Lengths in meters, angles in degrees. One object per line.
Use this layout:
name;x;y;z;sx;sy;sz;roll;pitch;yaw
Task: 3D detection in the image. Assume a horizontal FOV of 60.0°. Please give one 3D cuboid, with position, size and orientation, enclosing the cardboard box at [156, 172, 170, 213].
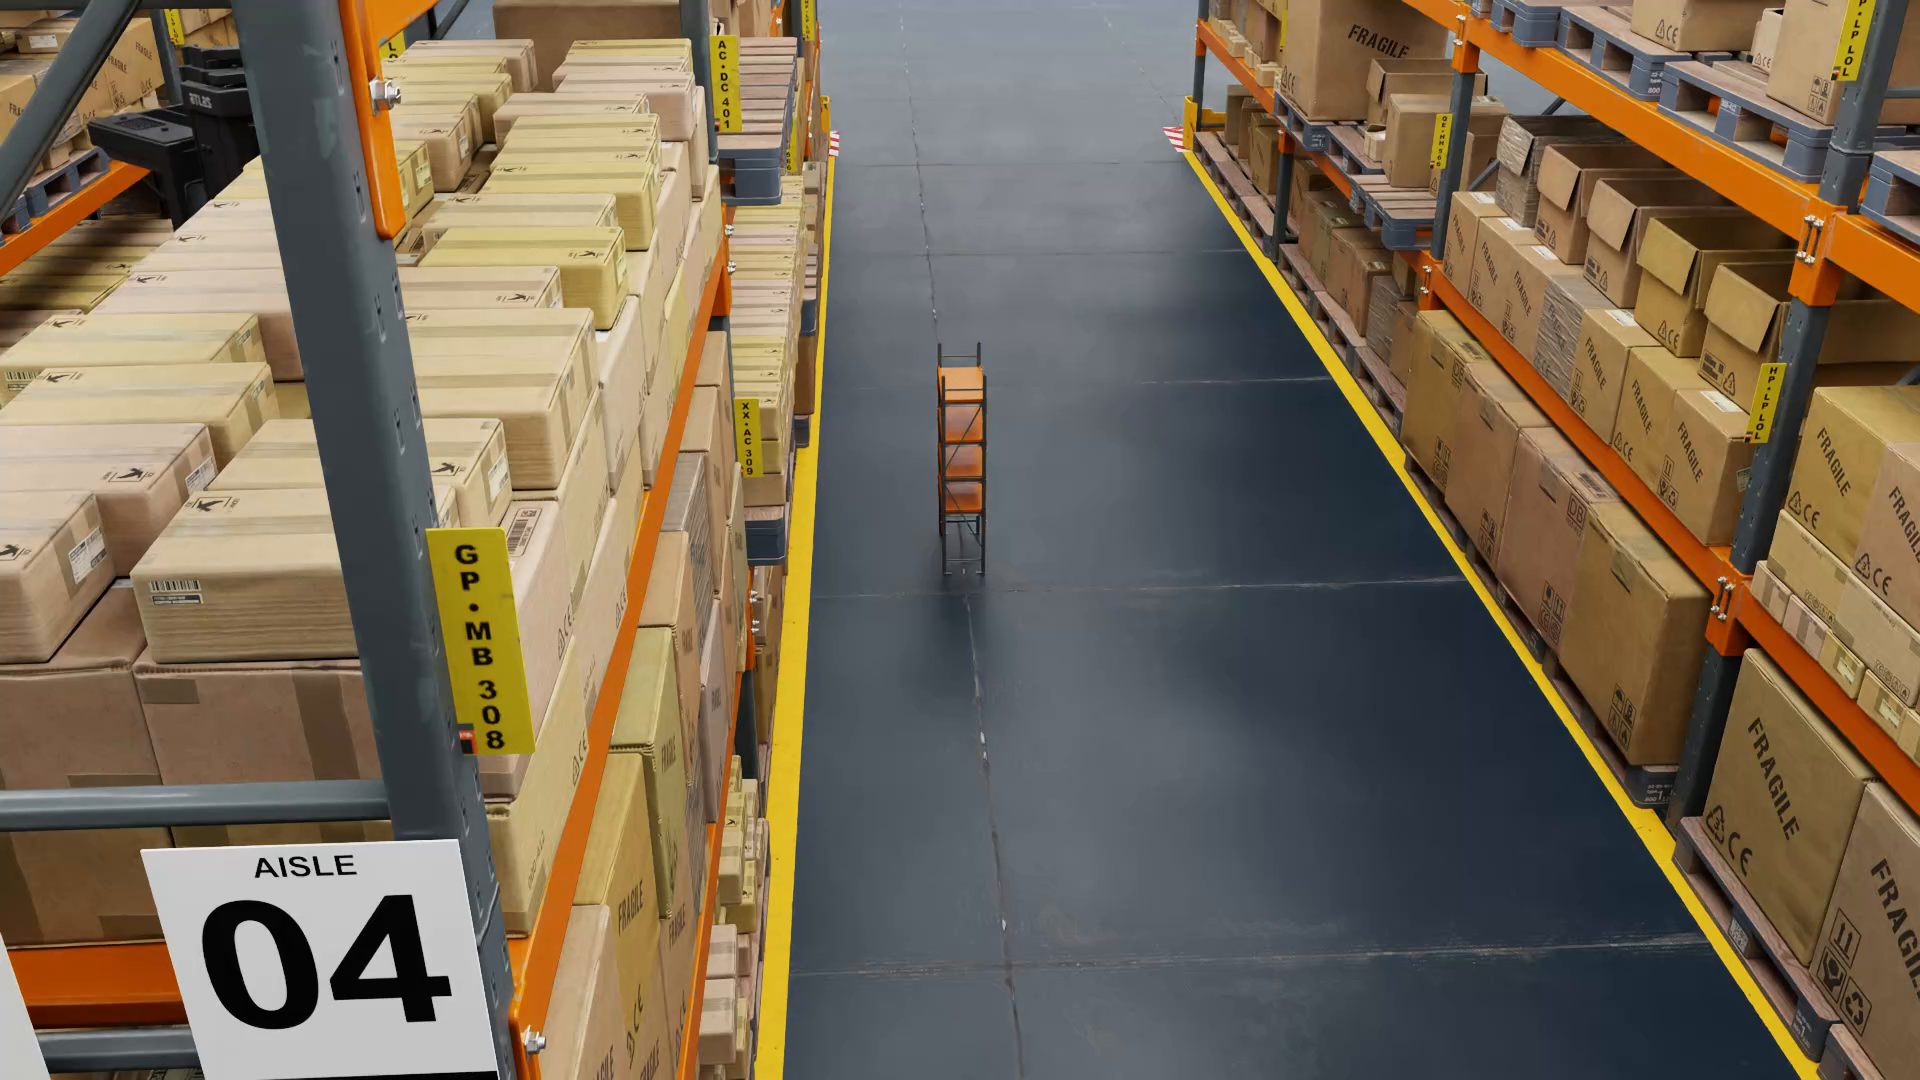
cardboard box;-6.464;-3.093;14.144;0.500;0.500;0.500;0;28;0

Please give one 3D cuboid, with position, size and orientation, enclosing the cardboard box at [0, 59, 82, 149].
cardboard box;-6.373;-2.959;11.296;0.500;0.500;0.500;-2;28;-5

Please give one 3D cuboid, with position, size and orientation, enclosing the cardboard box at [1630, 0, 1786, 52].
cardboard box;3.530;-2.525;7.538;0.797;0.503;0.637;-2;28;-3

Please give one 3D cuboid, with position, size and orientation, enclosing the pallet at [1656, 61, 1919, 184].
pallet;3.514;-1.726;6.779;0.805;0.209;1.217;-2;28;-5

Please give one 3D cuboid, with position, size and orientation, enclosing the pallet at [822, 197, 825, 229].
pallet;-1.726;-2.797;14.884;1.003;0.211;1.213;-1;28;-3

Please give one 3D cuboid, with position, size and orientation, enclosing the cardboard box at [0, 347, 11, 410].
cardboard box;-6.514;-0.949;10.713;0.950;0.372;0.625;-3;28;-6

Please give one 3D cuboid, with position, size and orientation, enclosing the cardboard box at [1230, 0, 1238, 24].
cardboard box;3.132;-5.294;16.227;0.875;0.500;0.500;-1;28;-3

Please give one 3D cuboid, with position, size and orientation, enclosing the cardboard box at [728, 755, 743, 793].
cardboard box;-1.069;0.986;6.601;0.380;0.149;0.250;-1;28;-1

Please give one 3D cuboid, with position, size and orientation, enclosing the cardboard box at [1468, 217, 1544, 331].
cardboard box;3.185;-1.481;9.238;0.500;0.500;0.500;-2;28;-4

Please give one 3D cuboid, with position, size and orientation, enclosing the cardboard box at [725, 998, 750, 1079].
cardboard box;-0.932;1.743;5.793;0.380;0.149;0.250;-1;28;-3

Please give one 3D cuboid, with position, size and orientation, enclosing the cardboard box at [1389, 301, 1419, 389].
cardboard box;3.347;-1.302;11.230;0.700;0.500;0.500;-3;28;-5

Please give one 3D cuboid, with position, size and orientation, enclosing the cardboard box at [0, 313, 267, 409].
cardboard box;-1.500;-0.301;3.030;0.380;0.149;0.250;-1;28;-2

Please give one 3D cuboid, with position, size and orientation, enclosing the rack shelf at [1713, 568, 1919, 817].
rack shelf;3.716;1.184;5.015;1.077;0.370;4.000;-1;28;-3

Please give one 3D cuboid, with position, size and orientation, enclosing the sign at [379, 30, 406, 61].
sign;-1.901;-1.705;5.546;0.100;0.325;0.005;-1;28;-3

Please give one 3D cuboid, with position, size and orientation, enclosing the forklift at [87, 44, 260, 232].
forklift;-3.746;-1.276;9.027;3.031;2.935;1.130;19;33;32

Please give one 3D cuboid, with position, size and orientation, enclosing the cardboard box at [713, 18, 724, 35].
cardboard box;-1.183;-1.874;6.498;0.500;0.311;0.500;-2;28;-3

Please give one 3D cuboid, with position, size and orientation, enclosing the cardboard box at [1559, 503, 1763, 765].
cardboard box;3.558;0.402;7.579;1.225;0.875;0.875;-1;28;-2

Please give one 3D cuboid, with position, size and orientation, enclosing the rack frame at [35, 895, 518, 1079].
rack frame;-1.138;1.861;2.937;1.000;3.000;0.127;-1;28;-3

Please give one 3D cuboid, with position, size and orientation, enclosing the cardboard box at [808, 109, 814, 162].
cardboard box;-1.728;-3.217;14.517;0.875;0.875;0.875;-1;28;-2

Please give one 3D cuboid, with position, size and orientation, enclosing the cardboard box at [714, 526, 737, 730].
cardboard box;-1.014;0.294;5.512;0.500;0.500;0.500;-2;28;-4

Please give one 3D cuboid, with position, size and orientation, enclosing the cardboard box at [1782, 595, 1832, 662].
cardboard box;3.308;0.318;6.167;0.380;0.149;0.250;-2;28;-4

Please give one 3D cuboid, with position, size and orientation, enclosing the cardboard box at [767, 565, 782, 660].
cardboard box;-1.150;0.344;8.095;0.500;0.500;0.500;0;28;0

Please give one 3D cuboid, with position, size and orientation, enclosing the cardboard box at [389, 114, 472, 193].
cardboard box;-1.521;-1.026;4.421;0.380;0.149;0.250;-2;28;-4

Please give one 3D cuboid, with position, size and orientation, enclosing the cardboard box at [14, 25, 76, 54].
cardboard box;-6.366;-3.512;11.655;0.380;0.149;0.250;-3;28;-5

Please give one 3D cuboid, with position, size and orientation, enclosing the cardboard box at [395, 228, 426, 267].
cardboard box;-1.483;-0.536;3.913;0.500;0.250;0.500;-3;28;-5

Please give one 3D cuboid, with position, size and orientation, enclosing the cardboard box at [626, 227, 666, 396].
cardboard box;-0.972;-0.541;3.921;0.500;0.250;0.500;-2;28;-5

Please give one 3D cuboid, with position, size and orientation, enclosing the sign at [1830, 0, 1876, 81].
sign;3.070;-1.740;5.699;0.100;0.325;0.005;-1;28;-3

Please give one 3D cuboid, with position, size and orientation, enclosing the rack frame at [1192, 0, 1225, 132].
rack frame;2.985;-5.601;17.244;1.000;3.000;0.127;-1;28;-3

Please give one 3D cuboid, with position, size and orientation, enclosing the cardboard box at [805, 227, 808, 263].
cardboard box;-1.071;-1.691;9.566;0.380;0.149;0.250;-1;28;-2

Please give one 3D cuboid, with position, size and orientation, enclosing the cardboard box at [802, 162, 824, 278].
cardboard box;-1.643;-2.584;13.440;1.050;0.750;0.750;-2;28;-3

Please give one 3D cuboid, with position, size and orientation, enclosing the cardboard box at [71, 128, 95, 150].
cardboard box;-6.361;-2.886;11.858;0.380;0.149;0.250;-1;28;-3

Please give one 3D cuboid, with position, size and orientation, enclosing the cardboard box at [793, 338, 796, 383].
cardboard box;-0.982;-0.856;7.966;0.380;0.149;0.250;-2;28;-4

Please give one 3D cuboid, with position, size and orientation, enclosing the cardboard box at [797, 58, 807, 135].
cardboard box;-1.471;-3.490;13.090;0.500;0.500;0.500;-2;28;-3

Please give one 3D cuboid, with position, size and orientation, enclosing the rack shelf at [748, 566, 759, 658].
rack shelf;-1.452;-0.590;8.416;1.077;0.370;4.000;-1;28;-3

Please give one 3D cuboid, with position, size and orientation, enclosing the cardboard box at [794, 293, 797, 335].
cardboard box;-0.992;-1.108;8.126;0.380;0.149;0.250;-2;28;-4

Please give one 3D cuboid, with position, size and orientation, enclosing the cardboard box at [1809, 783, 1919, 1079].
cardboard box;3.613;1.419;5.628;0.875;0.875;0.875;-1;28;-3

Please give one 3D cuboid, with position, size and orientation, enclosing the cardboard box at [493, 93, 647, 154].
cardboard box;-1.083;-1.152;4.662;0.380;0.149;0.250;0;28;-1

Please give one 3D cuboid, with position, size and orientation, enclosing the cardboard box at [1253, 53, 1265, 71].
cardboard box;2.873;-4.313;15.047;0.380;0.149;0.250;-1;28;-3

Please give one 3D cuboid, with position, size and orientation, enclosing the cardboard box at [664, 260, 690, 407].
cardboard box;-1.010;-0.564;4.506;0.500;0.250;0.500;-2;28;-3

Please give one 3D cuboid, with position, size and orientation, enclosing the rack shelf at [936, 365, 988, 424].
rack shelf;0.009;-0.804;9.144;0.258;0.148;0.480;-1;28;-3

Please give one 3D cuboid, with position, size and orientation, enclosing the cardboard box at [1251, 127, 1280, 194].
cardboard box;3.064;-3.566;15.593;0.500;0.500;0.500;-4;28;-7

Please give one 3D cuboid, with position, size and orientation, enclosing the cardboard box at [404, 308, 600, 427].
cardboard box;-0.876;-0.313;3.053;0.380;0.149;0.250;-1;28;-2

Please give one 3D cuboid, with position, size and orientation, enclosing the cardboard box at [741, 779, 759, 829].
cardboard box;-1.013;1.098;6.708;0.380;0.149;0.250;-1;28;-2

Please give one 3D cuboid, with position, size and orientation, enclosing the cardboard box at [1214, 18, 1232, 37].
cardboard box;2.754;-5.120;16.595;0.380;0.149;0.250;-1;28;-3

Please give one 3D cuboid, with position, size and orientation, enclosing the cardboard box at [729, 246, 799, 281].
cardboard box;-1.007;-1.359;8.286;0.380;0.149;0.250;0;28;0

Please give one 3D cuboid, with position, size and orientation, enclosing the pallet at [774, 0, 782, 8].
pallet;-1.643;-3.375;9.938;1.213;0.211;1.003;0;28;0

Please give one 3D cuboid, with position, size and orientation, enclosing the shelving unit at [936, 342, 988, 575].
shelving unit;0.009;-0.456;9.326;0.258;1.200;0.503;-1;28;-3

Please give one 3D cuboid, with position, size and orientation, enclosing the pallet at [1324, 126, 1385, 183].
pallet;3.258;-2.734;11.956;1.003;0.211;1.213;-1;28;-3

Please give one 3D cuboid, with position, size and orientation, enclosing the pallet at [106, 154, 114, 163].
pallet;-6.808;-3.073;12.605;1.003;0.211;1.213;-1;28;-3

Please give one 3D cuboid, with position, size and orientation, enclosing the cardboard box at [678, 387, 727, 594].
cardboard box;-1.020;-0.156;5.295;0.500;0.500;0.500;-2;28;-4

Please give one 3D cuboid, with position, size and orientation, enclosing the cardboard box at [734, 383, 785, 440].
cardboard box;-0.908;-0.517;6.673;0.380;0.149;0.250;0;28;0

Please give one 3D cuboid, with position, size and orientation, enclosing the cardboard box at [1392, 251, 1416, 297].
cardboard box;3.300;-1.879;11.525;0.500;0.250;0.500;2;28;3
